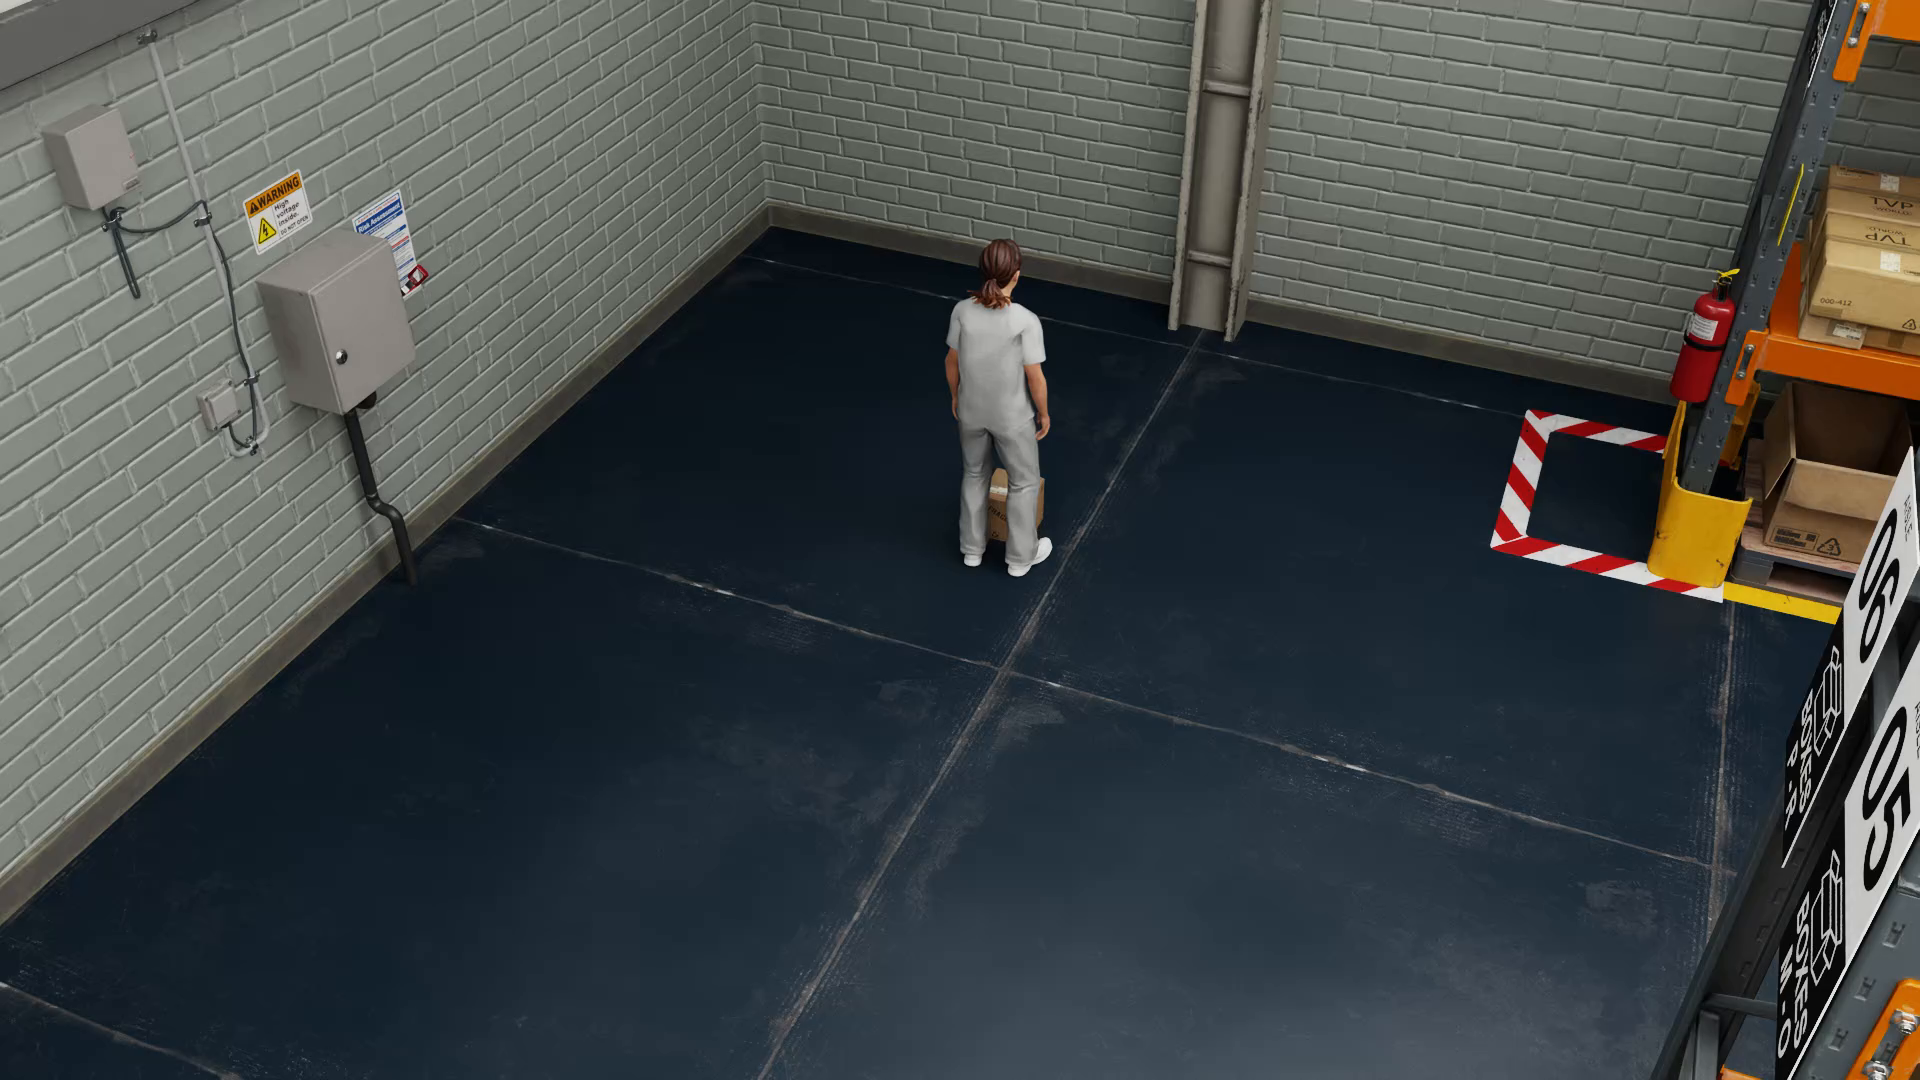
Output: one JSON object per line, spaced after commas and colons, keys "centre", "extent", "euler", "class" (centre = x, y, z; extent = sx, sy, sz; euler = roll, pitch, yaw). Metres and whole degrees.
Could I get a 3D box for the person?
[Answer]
{"centre": [0.171, -0.584, 7.577], "extent": [0.486, 1.673, 0.357], "euler": [14, 40, 18], "class": "person"}
